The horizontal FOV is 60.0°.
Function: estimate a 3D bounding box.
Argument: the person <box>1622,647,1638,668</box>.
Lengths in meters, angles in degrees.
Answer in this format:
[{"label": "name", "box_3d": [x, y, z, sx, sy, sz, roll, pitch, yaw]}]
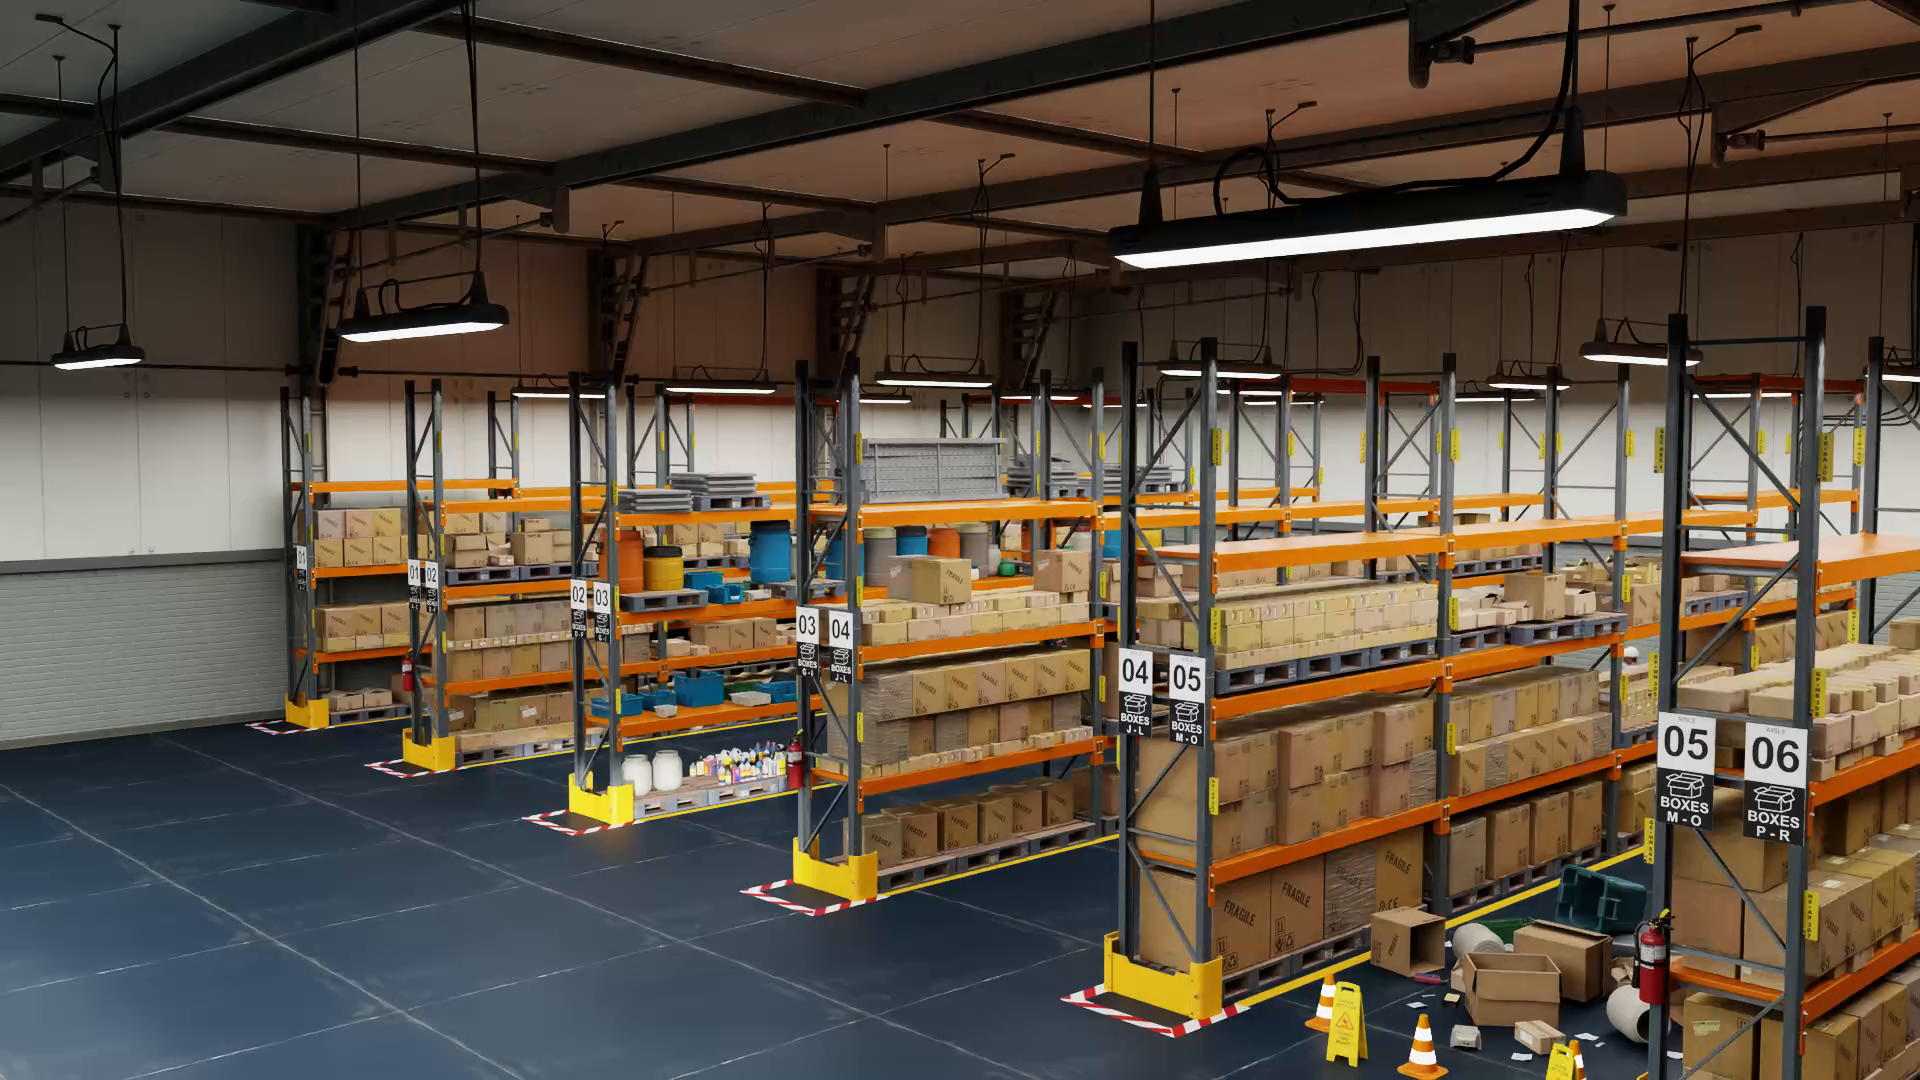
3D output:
[{"label": "person", "box_3d": [10.629, 2.586, 26.545, 0.580, 1.777, 0.456, -2, 4, -26]}]

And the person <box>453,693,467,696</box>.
[{"label": "person", "box_3d": [-9.010, 2.410, 29.498, 0.484, 1.730, 0.550, -1, 4, -11]}]
